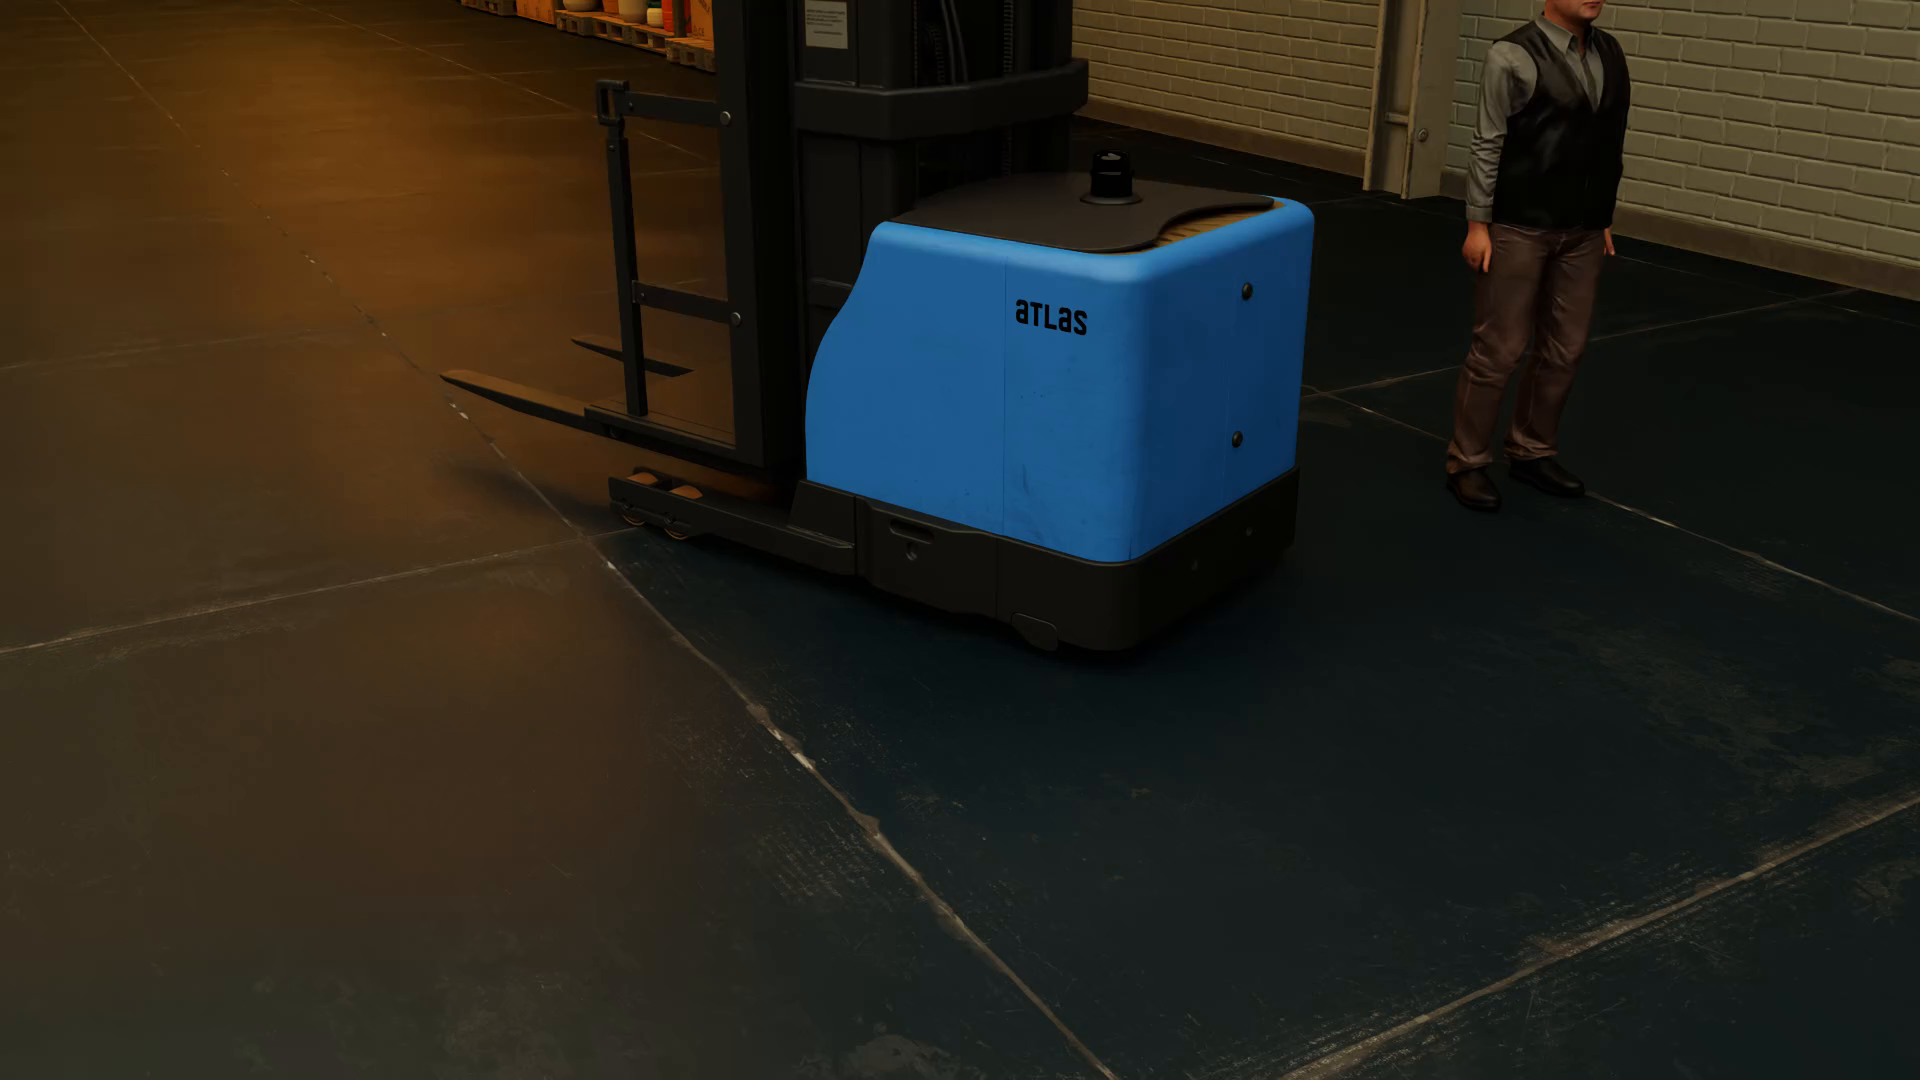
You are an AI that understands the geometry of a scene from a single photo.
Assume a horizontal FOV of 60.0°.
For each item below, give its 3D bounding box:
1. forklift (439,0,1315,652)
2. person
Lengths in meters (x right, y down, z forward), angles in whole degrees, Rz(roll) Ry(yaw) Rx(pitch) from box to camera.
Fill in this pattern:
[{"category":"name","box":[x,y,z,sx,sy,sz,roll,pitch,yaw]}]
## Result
[{"category":"forklift","box":[-0.481,-1.497,4.922,3.031,2.935,1.130,16,27,34]},{"category":"person","box":[1.834,-0.969,5.229,0.544,1.725,0.356,-9,24,-21]}]
